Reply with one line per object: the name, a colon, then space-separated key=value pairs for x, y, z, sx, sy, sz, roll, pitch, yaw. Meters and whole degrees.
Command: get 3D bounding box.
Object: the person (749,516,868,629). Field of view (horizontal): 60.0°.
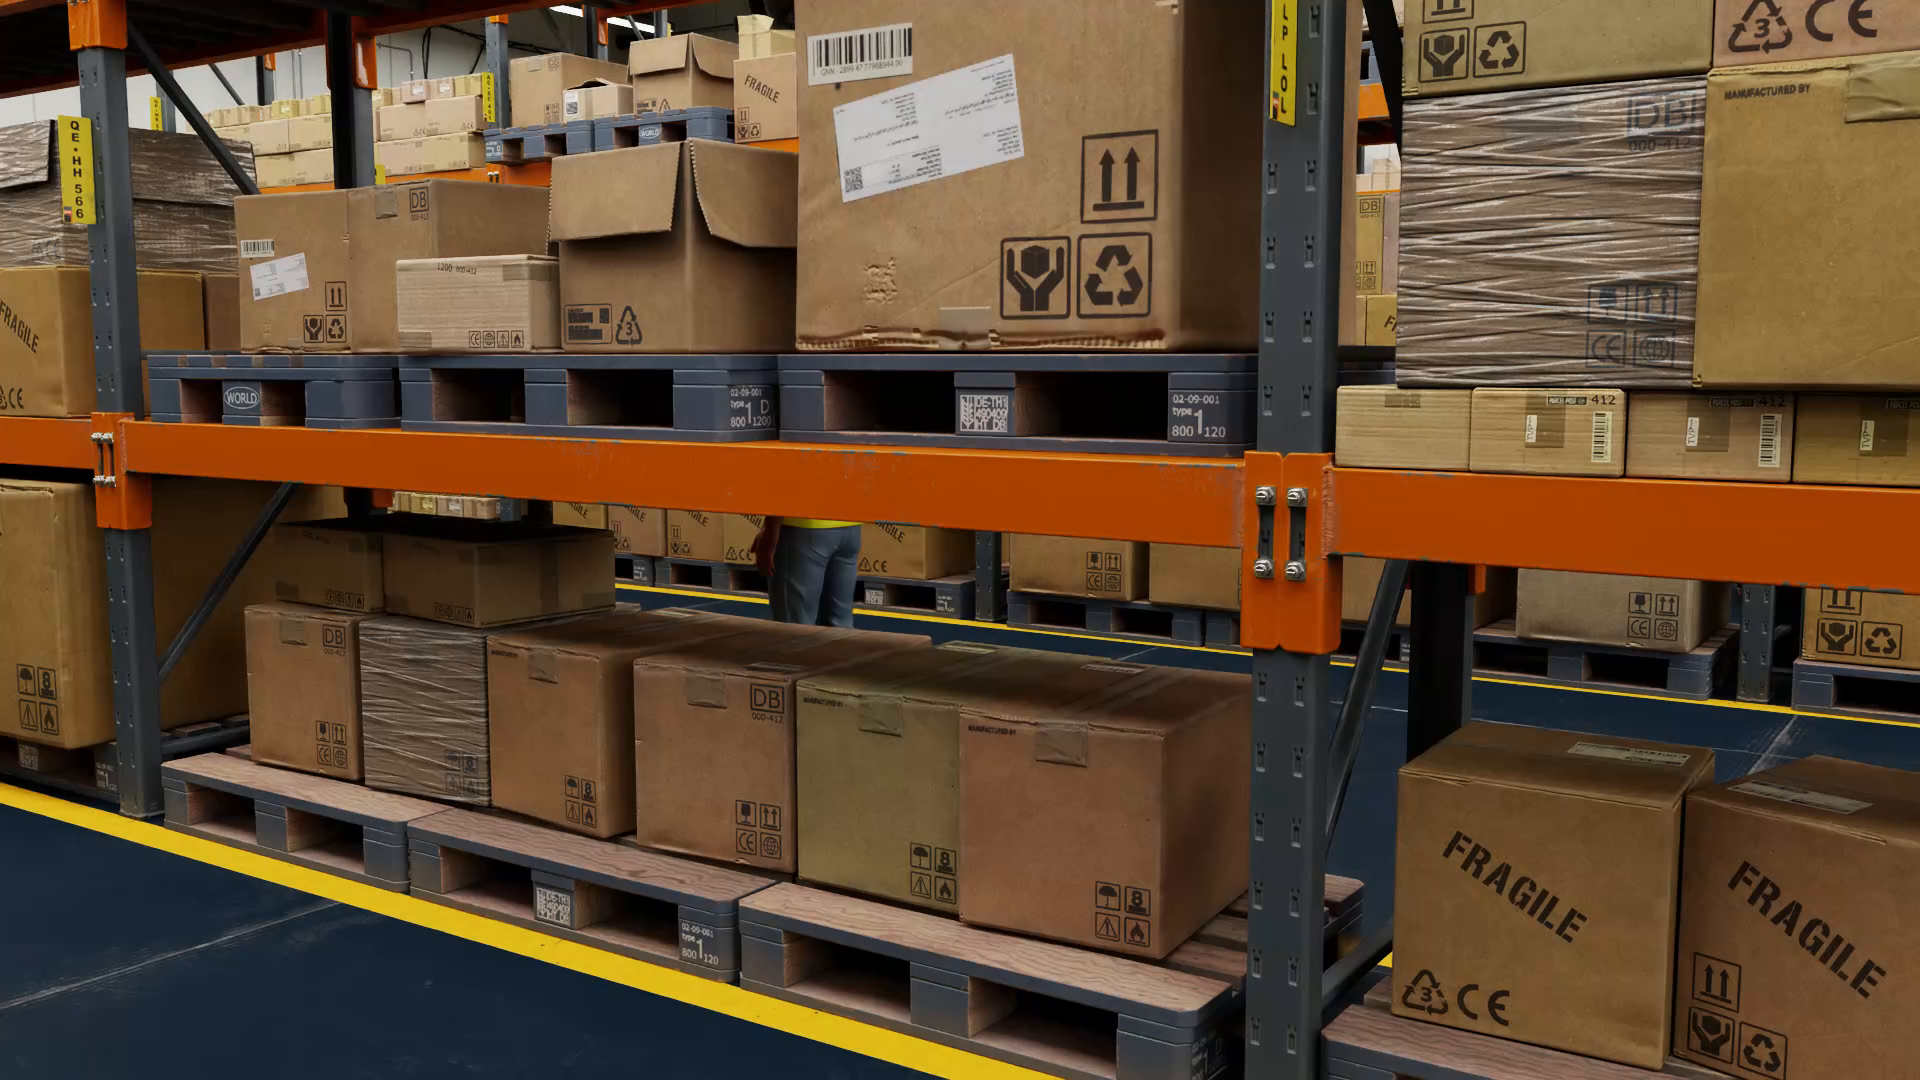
person: x=-0.532 y=-0.047 z=6.129 sx=0.361 sy=1.767 sz=0.565 roll=4 pitch=7 yaw=32
